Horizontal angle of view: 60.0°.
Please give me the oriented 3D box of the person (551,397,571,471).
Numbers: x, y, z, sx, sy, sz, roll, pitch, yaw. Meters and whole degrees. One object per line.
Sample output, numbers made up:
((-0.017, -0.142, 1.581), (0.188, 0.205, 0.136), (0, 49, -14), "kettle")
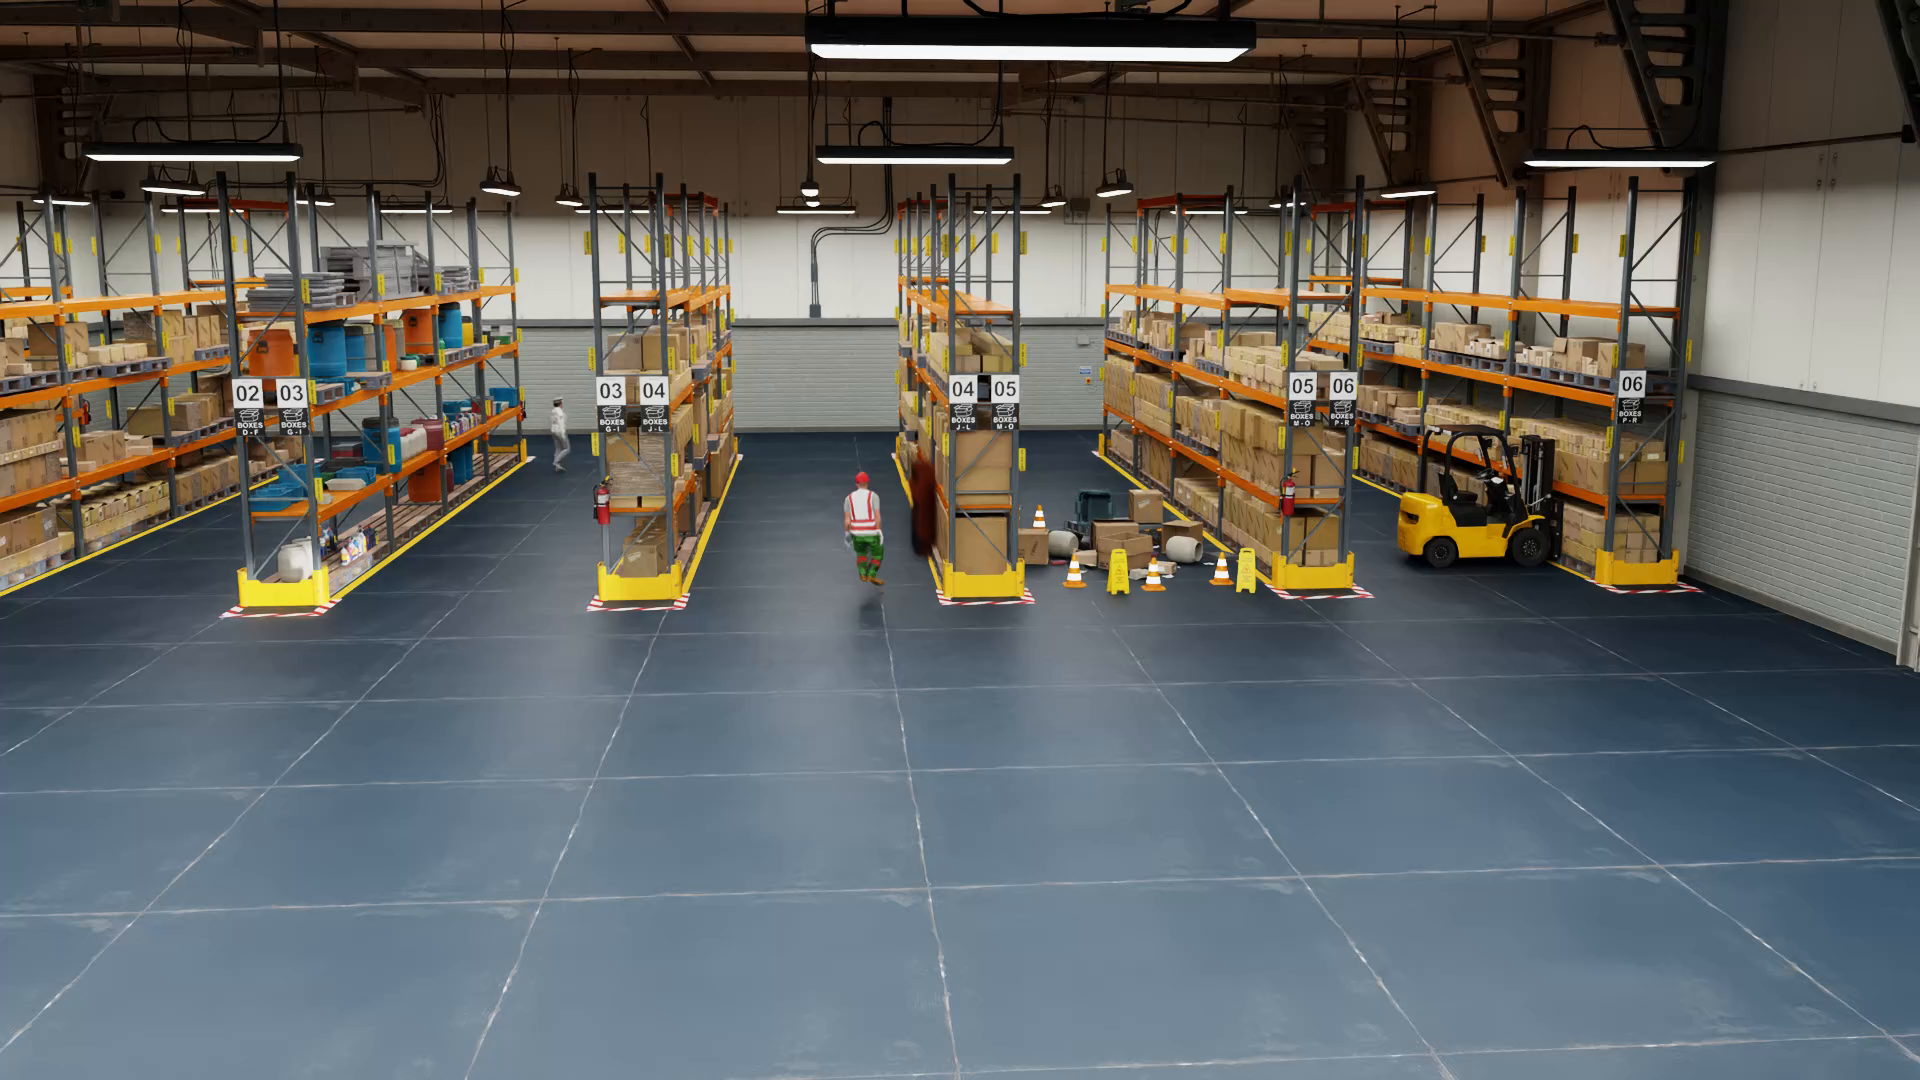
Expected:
((-9.030, -2.371, 37.305), (0.449, 1.677, 0.514), (-8, 13, -38), "person")

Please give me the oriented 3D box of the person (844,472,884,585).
((-1.370, -0.158, 23.755), (0.581, 1.599, 0.600), (1, 10, 5), "person")
